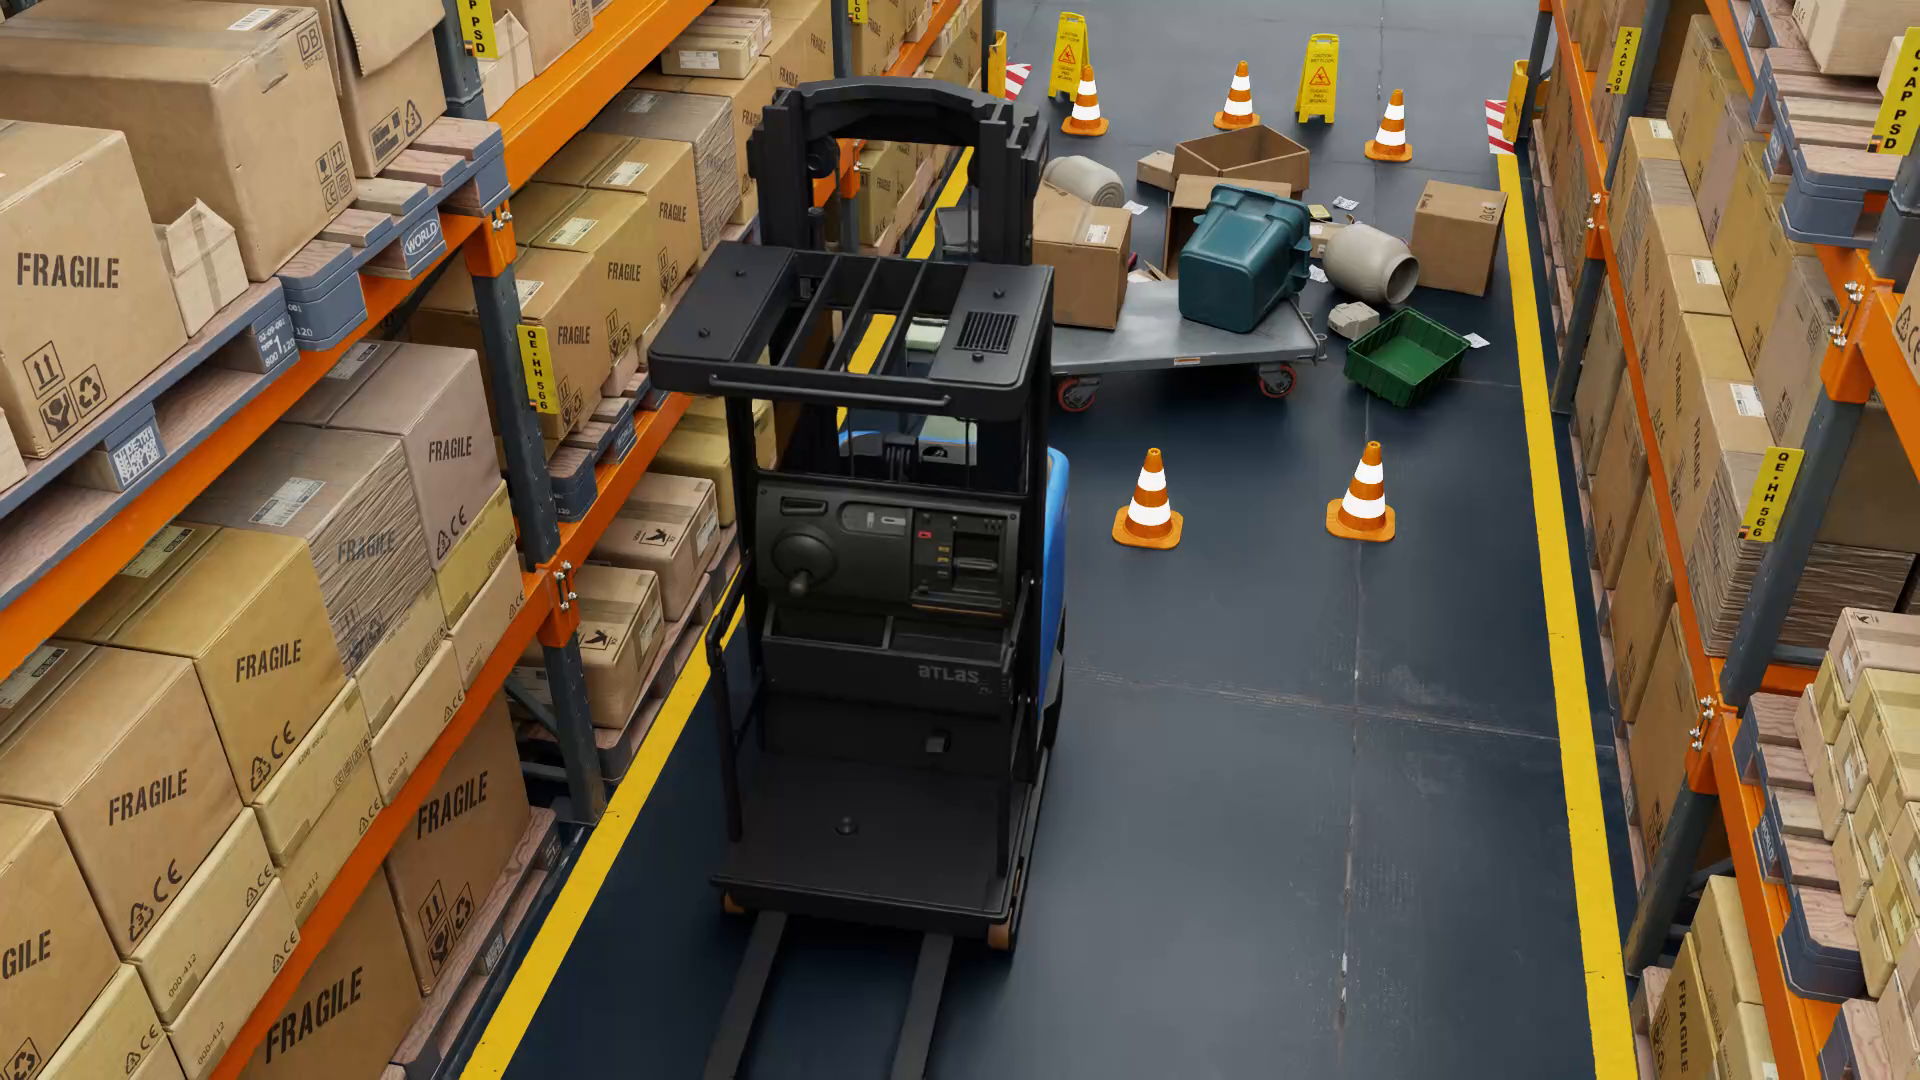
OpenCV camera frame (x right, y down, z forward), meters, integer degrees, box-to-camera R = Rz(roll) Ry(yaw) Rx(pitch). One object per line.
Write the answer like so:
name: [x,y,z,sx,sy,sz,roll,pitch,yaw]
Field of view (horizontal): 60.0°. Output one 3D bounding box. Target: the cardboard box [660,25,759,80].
cardboard box: [-1.126,-2.195,7.473,0.380,0.149,0.250,6,36,8]

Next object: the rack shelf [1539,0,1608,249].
rack shelf: [4.207,-2.744,10.093,1.077,0.370,4.000,7,37,10]

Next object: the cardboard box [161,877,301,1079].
cardboard box: [-2.085,1.103,4.300,0.500,0.250,0.500,7,36,9]

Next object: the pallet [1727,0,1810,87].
pallet: [3.247,-1.751,5.714,1.003,0.211,1.213,9,37,12]

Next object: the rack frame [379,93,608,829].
rack frame: [-1.932,-0.158,5.912,1.000,3.000,0.127,7,37,10]

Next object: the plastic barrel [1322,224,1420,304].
plastic barrel: [2.523,-1.688,10.218,0.421,0.421,0.512,-24,42,-30]

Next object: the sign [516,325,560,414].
sign: [-1.389,-0.559,5.478,0.100,0.325,0.005,7,37,10]

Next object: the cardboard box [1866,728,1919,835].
cardboard box: [2.526,0.631,4.173,0.380,0.149,0.250,7,37,10]

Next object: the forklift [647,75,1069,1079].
forklift: [-0.290,0.098,5.617,1.130,2.935,3.031,6,36,8]

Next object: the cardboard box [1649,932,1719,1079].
cardboard box: [2.525,1.621,5.230,0.500,0.500,0.500,6,36,8]

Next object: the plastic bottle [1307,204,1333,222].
plastic bottle: [2.424,-2.174,11.197,0.133,0.061,0.283,-5,36,-6]

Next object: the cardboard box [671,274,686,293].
cardboard box: [-1.408,-1.168,7.162,0.380,0.149,0.250,9,37,12]

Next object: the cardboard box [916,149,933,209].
cardboard box: [-0.474,-2.424,11.024,0.500,0.250,0.500,7,36,9]

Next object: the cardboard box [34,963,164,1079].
cardboard box: [-2.199,1.189,3.756,0.500,0.250,0.500,8,37,11]

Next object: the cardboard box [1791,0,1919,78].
cardboard box: [2.855,-1.621,5.007,0.500,0.311,0.500,7,37,10]

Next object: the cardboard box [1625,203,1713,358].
cardboard box: [3.188,-1.085,7.106,0.500,0.500,0.500,7,37,10]

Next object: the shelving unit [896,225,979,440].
shelving unit: [0.001,-0.611,7.815,0.431,1.500,0.755,7,37,10]

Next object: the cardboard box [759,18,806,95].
cardboard box: [-1.057,-2.204,8.038,0.500,0.500,0.500,8,37,10]

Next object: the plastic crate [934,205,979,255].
plastic crate: [0.059,-2.066,11.032,0.402,0.080,0.583,-5,36,-6]

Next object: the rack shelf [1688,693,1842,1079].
rack shelf: [2.498,1.843,3.764,1.077,0.370,4.000,7,37,10]

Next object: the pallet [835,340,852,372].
pallet: [-1.243,-0.875,9.278,1.003,0.211,1.213,7,37,10]

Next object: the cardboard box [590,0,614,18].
cardboard box: [-1.634,-2.292,6.212,0.797,0.503,0.637,7,37,10]

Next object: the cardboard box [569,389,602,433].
cardboard box: [-1.588,-0.547,6.305,0.380,0.149,0.250,5,36,7]

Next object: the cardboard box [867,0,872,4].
cardboard box: [-0.772,-3.242,8.976,0.700,0.500,0.500,7,37,9]

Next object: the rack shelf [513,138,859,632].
rack shelf: [-1.505,-1.013,7.705,1.077,0.370,4.000,7,37,10]

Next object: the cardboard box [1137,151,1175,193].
cardboard box: [1.470,-2.586,11.691,0.380,0.149,0.250,28,44,33]

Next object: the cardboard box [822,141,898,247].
cardboard box: [-0.688,-2.116,9.959,0.500,0.500,0.500,9,37,12]

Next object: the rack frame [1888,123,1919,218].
rack frame: [2.925,-2.024,3.375,1.000,3.000,0.127,7,37,10]

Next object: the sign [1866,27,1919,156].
sign: [2.385,-1.125,4.183,0.100,0.325,0.005,7,37,10]

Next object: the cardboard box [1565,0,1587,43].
cardboard box: [4.261,-3.401,10.258,0.875,0.550,0.550,7,37,10]

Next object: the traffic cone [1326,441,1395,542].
traffic cone: [2.018,-0.282,8.244,0.336,0.463,0.334,7,37,10]

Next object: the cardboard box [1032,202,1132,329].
cardboard box: [0.668,-1.539,9.303,0.500,0.500,0.500,7,37,10]

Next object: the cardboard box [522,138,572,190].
cardboard box: [-1.900,-1.371,6.890,0.500,0.500,0.500,5,36,7]

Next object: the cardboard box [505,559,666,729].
cardboard box: [-1.802,0.414,7.005,0.950,0.372,0.625,5,36,7]

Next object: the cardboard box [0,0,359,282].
cardboard box: [-1.958,-0.991,4.063,0.700,0.500,0.500,6,36,8]

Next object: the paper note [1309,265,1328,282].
paper note: [2.282,-1.691,10.564,0.172,0.023,0.155,20,41,26]

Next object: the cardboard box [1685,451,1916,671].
cardboard box: [2.759,0.072,5.509,0.500,0.500,0.500,7,37,10]

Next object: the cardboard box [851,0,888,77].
cardboard box: [-0.712,-2.829,9.259,0.500,0.500,0.500,7,37,10]

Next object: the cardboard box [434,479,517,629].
cardboard box: [-1.787,0.010,5.382,0.500,0.250,0.500,7,37,10]

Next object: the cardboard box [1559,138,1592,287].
cardboard box: [4.171,-2.067,9.999,0.875,0.875,0.875,8,37,10]

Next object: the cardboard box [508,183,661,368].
cardboard box: [-1.506,-1.017,6.401,0.500,0.500,0.500,9,37,12]

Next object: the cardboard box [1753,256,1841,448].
cardboard box: [3.138,-0.587,5.566,0.700,0.500,0.500,7,36,9]

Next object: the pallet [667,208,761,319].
pallet: [-1.549,-1.220,7.541,1.003,0.211,1.213,7,37,10]

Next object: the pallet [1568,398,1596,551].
pallet: [3.688,-0.307,8.494,1.003,0.211,1.213,7,37,10]

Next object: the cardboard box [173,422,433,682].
cardboard box: [-1.889,0.021,4.727,0.500,0.500,0.500,8,37,11]

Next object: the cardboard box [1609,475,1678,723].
cardboard box: [3.327,0.306,6.831,1.050,0.750,0.750,8,37,11]

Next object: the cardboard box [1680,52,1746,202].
cardboard box: [3.571,-1.753,7.176,0.700,0.500,0.500,7,36,9]

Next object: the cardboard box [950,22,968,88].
cardboard box: [-0.248,-3.313,11.611,0.500,0.500,0.500,9,37,12]

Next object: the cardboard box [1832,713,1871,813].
cardboard box: [2.570,0.624,4.436,0.380,0.149,0.250,9,37,12]

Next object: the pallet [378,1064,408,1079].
pallet: [-2.437,2.111,5.157,1.003,0.211,1.213,7,37,10]

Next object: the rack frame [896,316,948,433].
rack frame: [-0.077,-0.401,7.526,0.400,1.500,0.023,7,37,10]

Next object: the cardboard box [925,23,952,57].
cardboard box: [-0.267,-3.362,11.126,0.380,0.149,0.250,9,37,12]

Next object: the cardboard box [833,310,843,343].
cardboard box: [-1.187,-1.256,9.308,0.950,0.372,0.625,8,37,11]

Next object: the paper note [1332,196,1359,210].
paper note: [2.649,-2.316,11.422,0.144,0.017,0.142,20,41,26]

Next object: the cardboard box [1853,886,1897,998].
cardboard box: [2.462,1.031,4.127,0.380,0.149,0.250,9,37,12]

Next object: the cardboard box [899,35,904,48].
cardboard box: [-0.554,-3.091,10.173,0.380,0.149,0.250,7,37,10]
